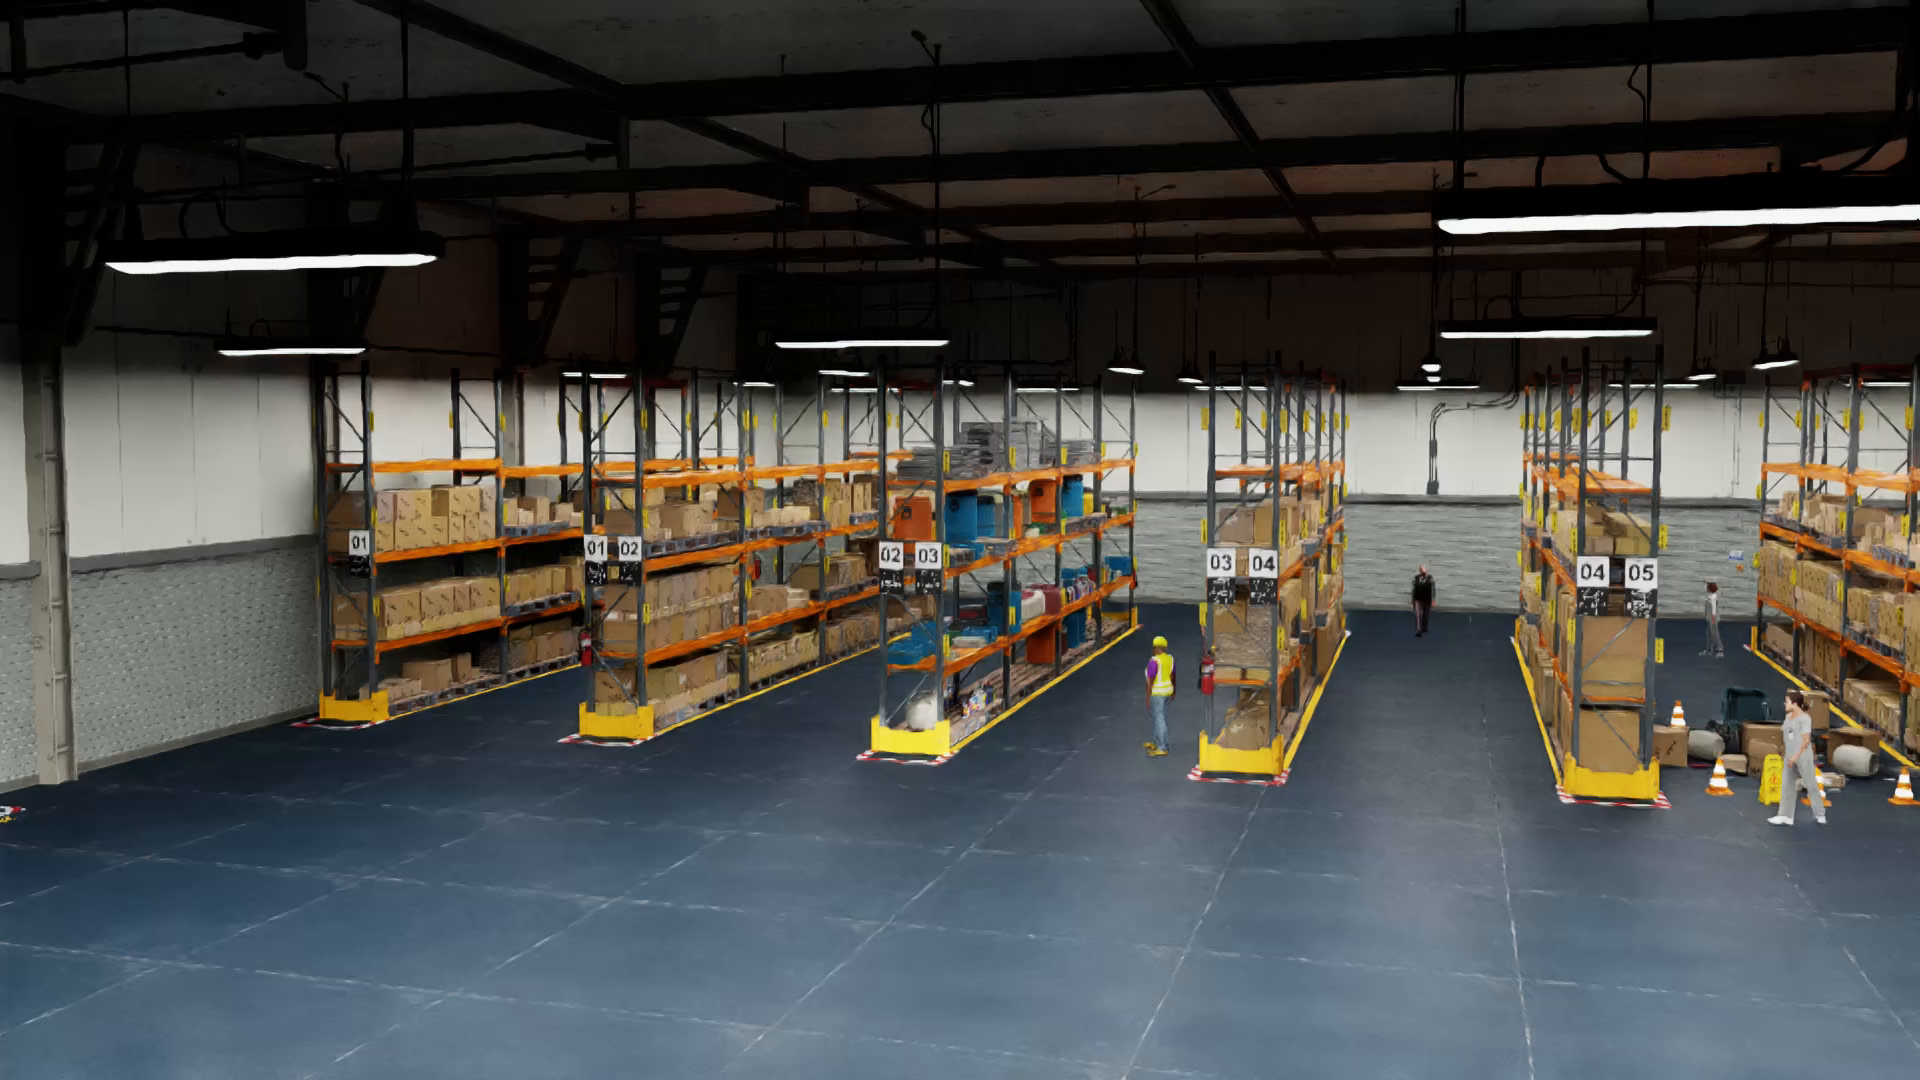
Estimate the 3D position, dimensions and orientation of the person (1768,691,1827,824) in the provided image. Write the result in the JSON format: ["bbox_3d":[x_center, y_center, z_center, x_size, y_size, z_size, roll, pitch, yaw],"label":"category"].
[{"bbox_3d":[10.433,2.723,20.635,0.701,1.620,0.484,-1,4,-16],"label":"person"}]

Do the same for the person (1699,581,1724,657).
[{"bbox_3d":[16.018,1.677,35.383,0.464,1.593,0.606,2,4,21],"label":"person"}]

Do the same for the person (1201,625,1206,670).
[{"bbox_3d":[5.075,1.834,33.133,0.598,1.619,0.507,1,4,15],"label":"person"}]

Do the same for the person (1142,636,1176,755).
[{"bbox_3d":[2.968,2.318,25.111,0.617,1.760,0.783,3,5,39],"label":"person"}]

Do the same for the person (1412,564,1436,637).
[{"bbox_3d":[10.823,1.397,38.796,0.553,1.673,1.030,1,4,15],"label":"person"}]
